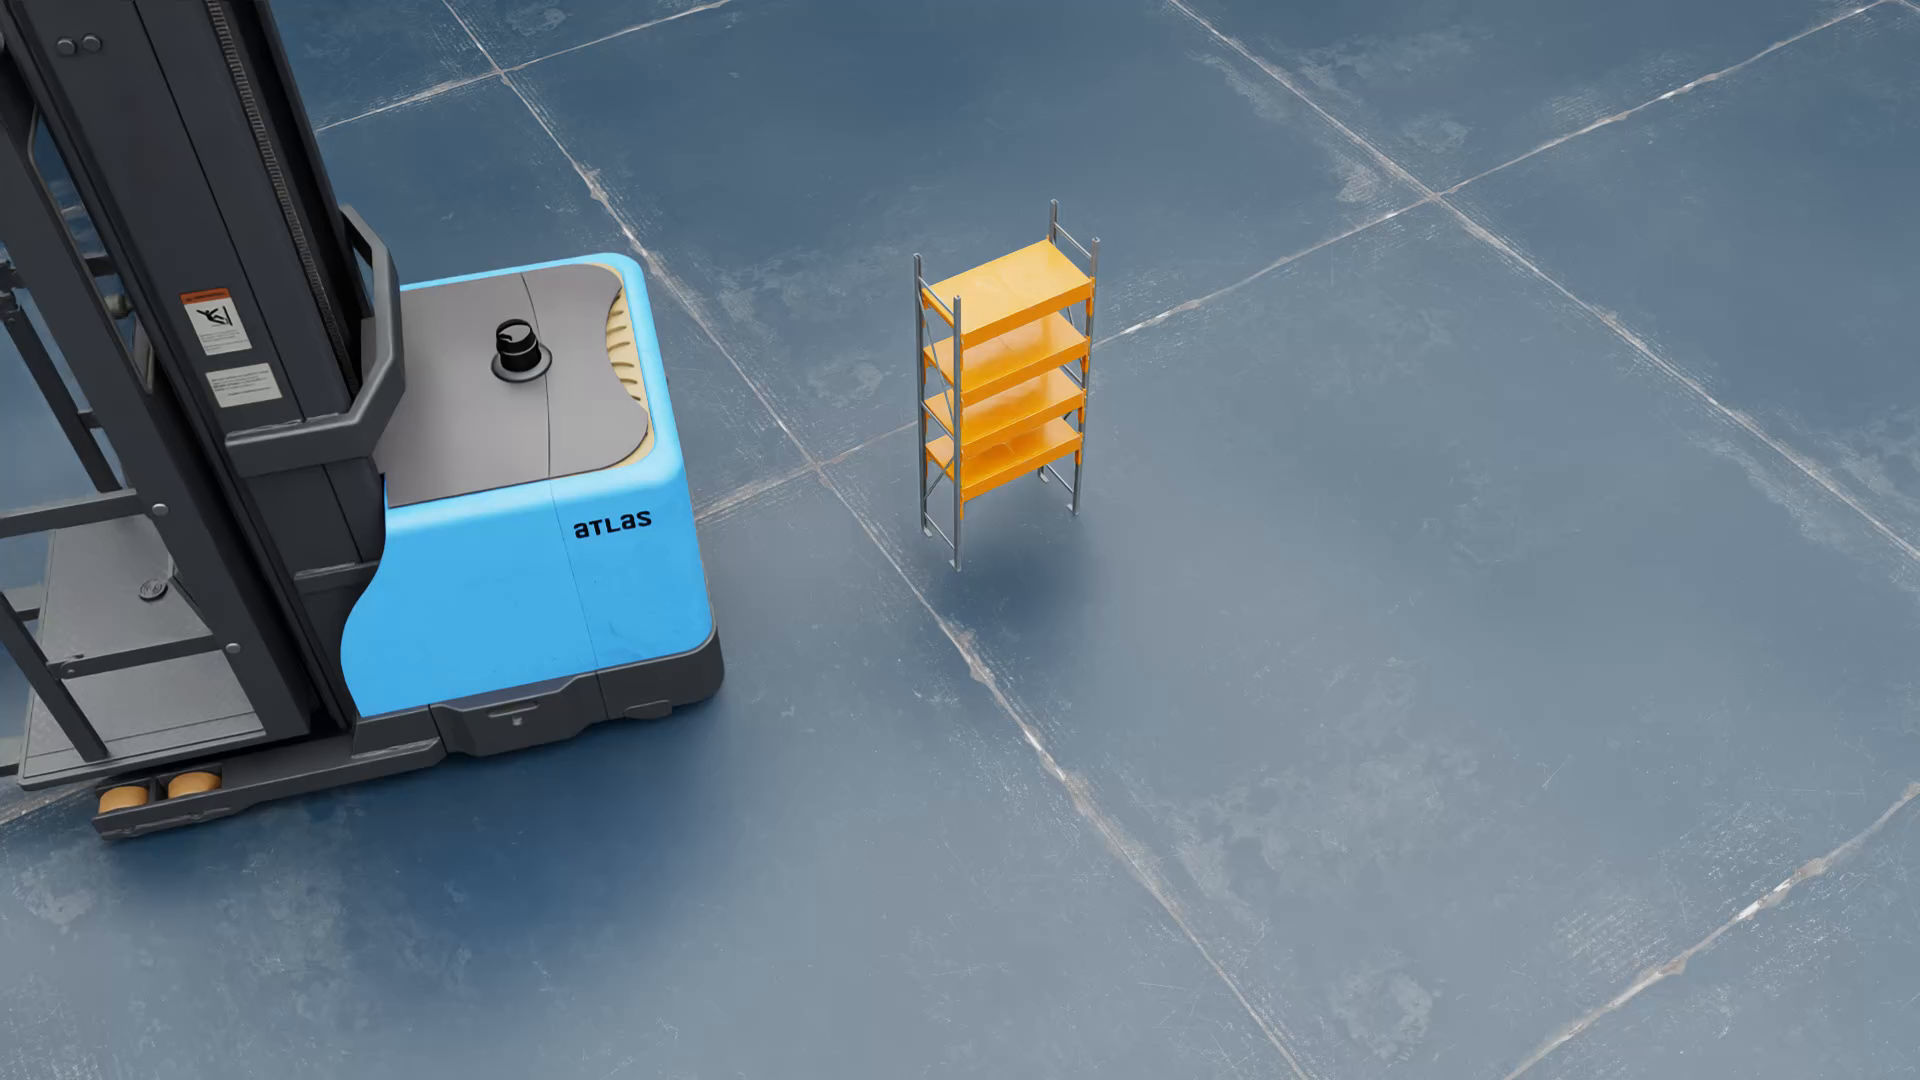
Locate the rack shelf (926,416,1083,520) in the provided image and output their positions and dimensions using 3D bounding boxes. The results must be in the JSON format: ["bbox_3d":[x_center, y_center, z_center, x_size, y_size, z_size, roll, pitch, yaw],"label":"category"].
[{"bbox_3d":[0.140,-0.288,5.559,0.480,0.148,0.258,-25,53,-21],"label":"rack shelf"}]

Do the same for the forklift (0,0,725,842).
[{"bbox_3d":[-2.322,-0.529,4.259,3.031,2.935,1.130,-11,49,-10],"label":"forklift"}]

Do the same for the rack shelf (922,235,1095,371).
[{"bbox_3d":[0.140,-0.726,5.067,0.480,0.148,0.258,-25,53,-21],"label":"rack shelf"}]

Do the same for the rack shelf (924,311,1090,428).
[{"bbox_3d":[0.140,-0.569,5.244,0.480,0.148,0.258,-25,53,-21],"label":"rack shelf"}]

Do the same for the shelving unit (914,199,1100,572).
[{"bbox_3d":[0.140,-0.465,5.361,0.503,1.200,0.258,-25,53,-21],"label":"shelving unit"}]

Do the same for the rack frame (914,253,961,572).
[{"bbox_3d":[-0.066,-0.368,5.274,0.015,1.200,0.240,-25,53,-21],"label":"rack frame"}]

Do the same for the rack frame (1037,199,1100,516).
[{"bbox_3d":[0.346,-0.562,5.447,0.015,1.200,0.240,-25,53,-21],"label":"rack frame"}]

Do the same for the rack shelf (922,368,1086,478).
[{"bbox_3d":[0.140,-0.420,5.411,0.480,0.148,0.258,-25,53,-21],"label":"rack shelf"}]
